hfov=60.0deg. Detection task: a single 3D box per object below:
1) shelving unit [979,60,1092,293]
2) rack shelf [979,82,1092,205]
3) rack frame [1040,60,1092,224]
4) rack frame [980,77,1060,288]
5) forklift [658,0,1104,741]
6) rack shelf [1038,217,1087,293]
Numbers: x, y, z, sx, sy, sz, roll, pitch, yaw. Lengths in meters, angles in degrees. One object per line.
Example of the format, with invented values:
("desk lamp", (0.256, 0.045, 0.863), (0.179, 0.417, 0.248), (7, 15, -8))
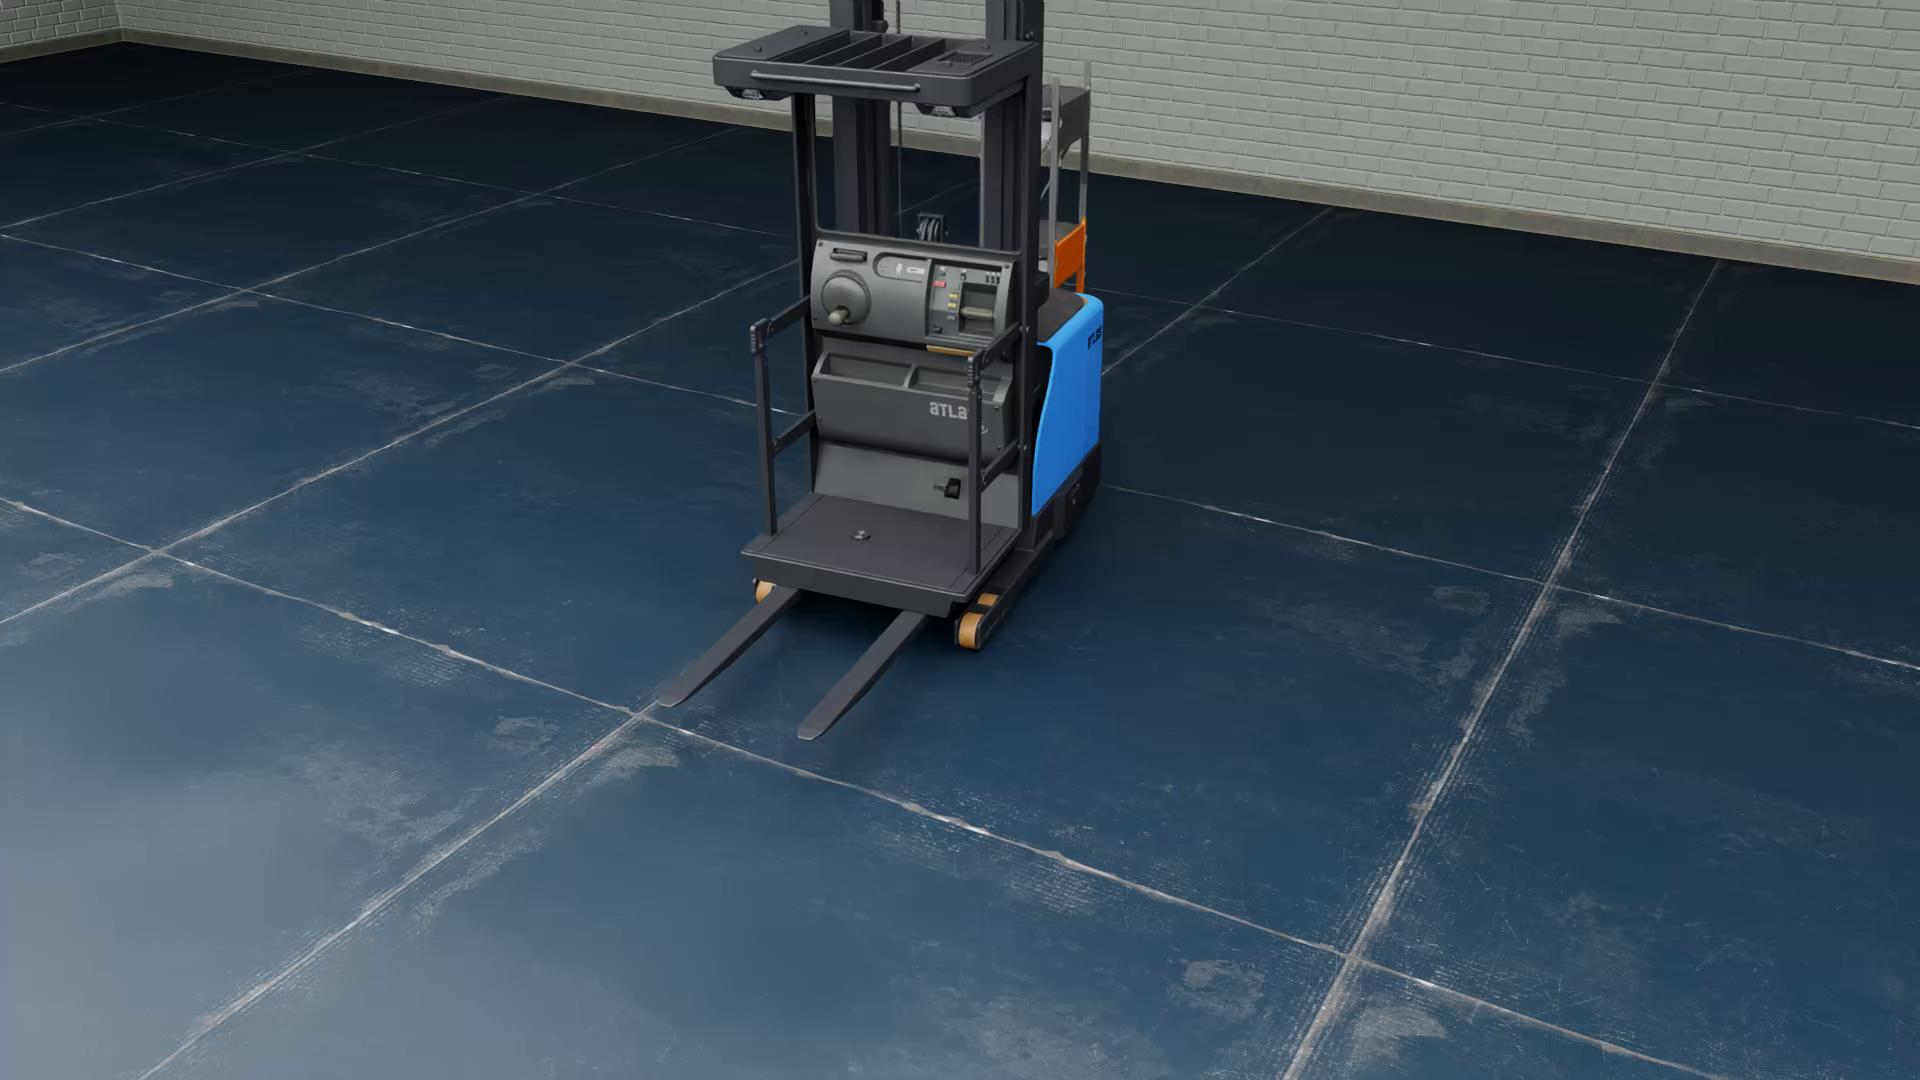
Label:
("shelving unit", (0.383, -1.412, 8.721), (0.431, 2.100, 0.503), (10, 28, 20))
("rack shelf", (0.384, -2.027, 8.418), (0.431, 0.518, 0.480), (10, 28, 20))
("rack frame", (0.475, -1.512, 8.924), (0.400, 2.100, 0.015), (10, 28, 20))
("rack frame", (0.291, -1.312, 8.519), (0.400, 2.100, 0.015), (10, 28, 20))
("forklift", (-0.296, -1.042, 7.058), (1.130, 2.935, 3.031), (10, 28, 20))
("rack shelf", (0.383, -1.400, 8.728), (0.431, 0.518, 0.480), (10, 28, 20))
